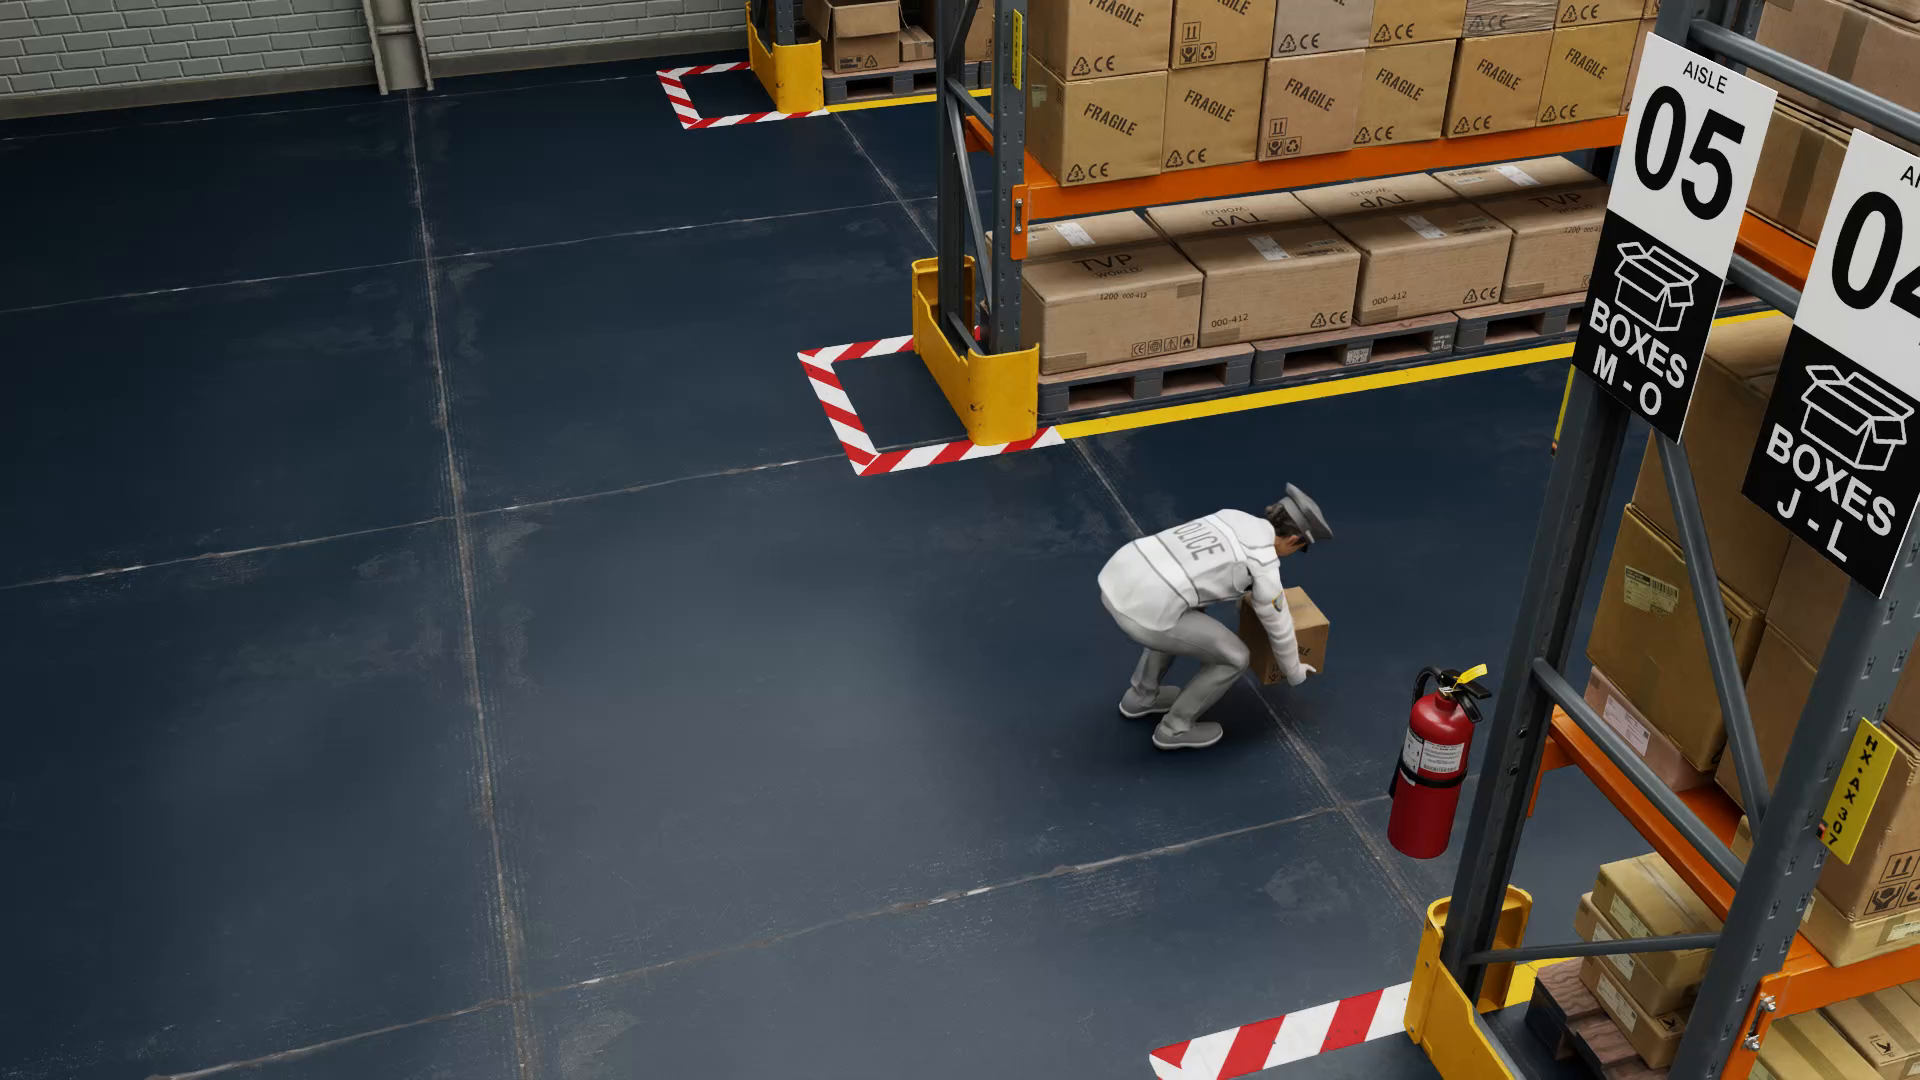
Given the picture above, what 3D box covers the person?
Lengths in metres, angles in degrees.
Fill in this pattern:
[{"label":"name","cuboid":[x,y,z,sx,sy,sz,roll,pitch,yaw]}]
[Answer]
[{"label":"person","cuboid":[0.961,0.291,6.316,0.917,0.990,0.460,-12,36,-17]}]
